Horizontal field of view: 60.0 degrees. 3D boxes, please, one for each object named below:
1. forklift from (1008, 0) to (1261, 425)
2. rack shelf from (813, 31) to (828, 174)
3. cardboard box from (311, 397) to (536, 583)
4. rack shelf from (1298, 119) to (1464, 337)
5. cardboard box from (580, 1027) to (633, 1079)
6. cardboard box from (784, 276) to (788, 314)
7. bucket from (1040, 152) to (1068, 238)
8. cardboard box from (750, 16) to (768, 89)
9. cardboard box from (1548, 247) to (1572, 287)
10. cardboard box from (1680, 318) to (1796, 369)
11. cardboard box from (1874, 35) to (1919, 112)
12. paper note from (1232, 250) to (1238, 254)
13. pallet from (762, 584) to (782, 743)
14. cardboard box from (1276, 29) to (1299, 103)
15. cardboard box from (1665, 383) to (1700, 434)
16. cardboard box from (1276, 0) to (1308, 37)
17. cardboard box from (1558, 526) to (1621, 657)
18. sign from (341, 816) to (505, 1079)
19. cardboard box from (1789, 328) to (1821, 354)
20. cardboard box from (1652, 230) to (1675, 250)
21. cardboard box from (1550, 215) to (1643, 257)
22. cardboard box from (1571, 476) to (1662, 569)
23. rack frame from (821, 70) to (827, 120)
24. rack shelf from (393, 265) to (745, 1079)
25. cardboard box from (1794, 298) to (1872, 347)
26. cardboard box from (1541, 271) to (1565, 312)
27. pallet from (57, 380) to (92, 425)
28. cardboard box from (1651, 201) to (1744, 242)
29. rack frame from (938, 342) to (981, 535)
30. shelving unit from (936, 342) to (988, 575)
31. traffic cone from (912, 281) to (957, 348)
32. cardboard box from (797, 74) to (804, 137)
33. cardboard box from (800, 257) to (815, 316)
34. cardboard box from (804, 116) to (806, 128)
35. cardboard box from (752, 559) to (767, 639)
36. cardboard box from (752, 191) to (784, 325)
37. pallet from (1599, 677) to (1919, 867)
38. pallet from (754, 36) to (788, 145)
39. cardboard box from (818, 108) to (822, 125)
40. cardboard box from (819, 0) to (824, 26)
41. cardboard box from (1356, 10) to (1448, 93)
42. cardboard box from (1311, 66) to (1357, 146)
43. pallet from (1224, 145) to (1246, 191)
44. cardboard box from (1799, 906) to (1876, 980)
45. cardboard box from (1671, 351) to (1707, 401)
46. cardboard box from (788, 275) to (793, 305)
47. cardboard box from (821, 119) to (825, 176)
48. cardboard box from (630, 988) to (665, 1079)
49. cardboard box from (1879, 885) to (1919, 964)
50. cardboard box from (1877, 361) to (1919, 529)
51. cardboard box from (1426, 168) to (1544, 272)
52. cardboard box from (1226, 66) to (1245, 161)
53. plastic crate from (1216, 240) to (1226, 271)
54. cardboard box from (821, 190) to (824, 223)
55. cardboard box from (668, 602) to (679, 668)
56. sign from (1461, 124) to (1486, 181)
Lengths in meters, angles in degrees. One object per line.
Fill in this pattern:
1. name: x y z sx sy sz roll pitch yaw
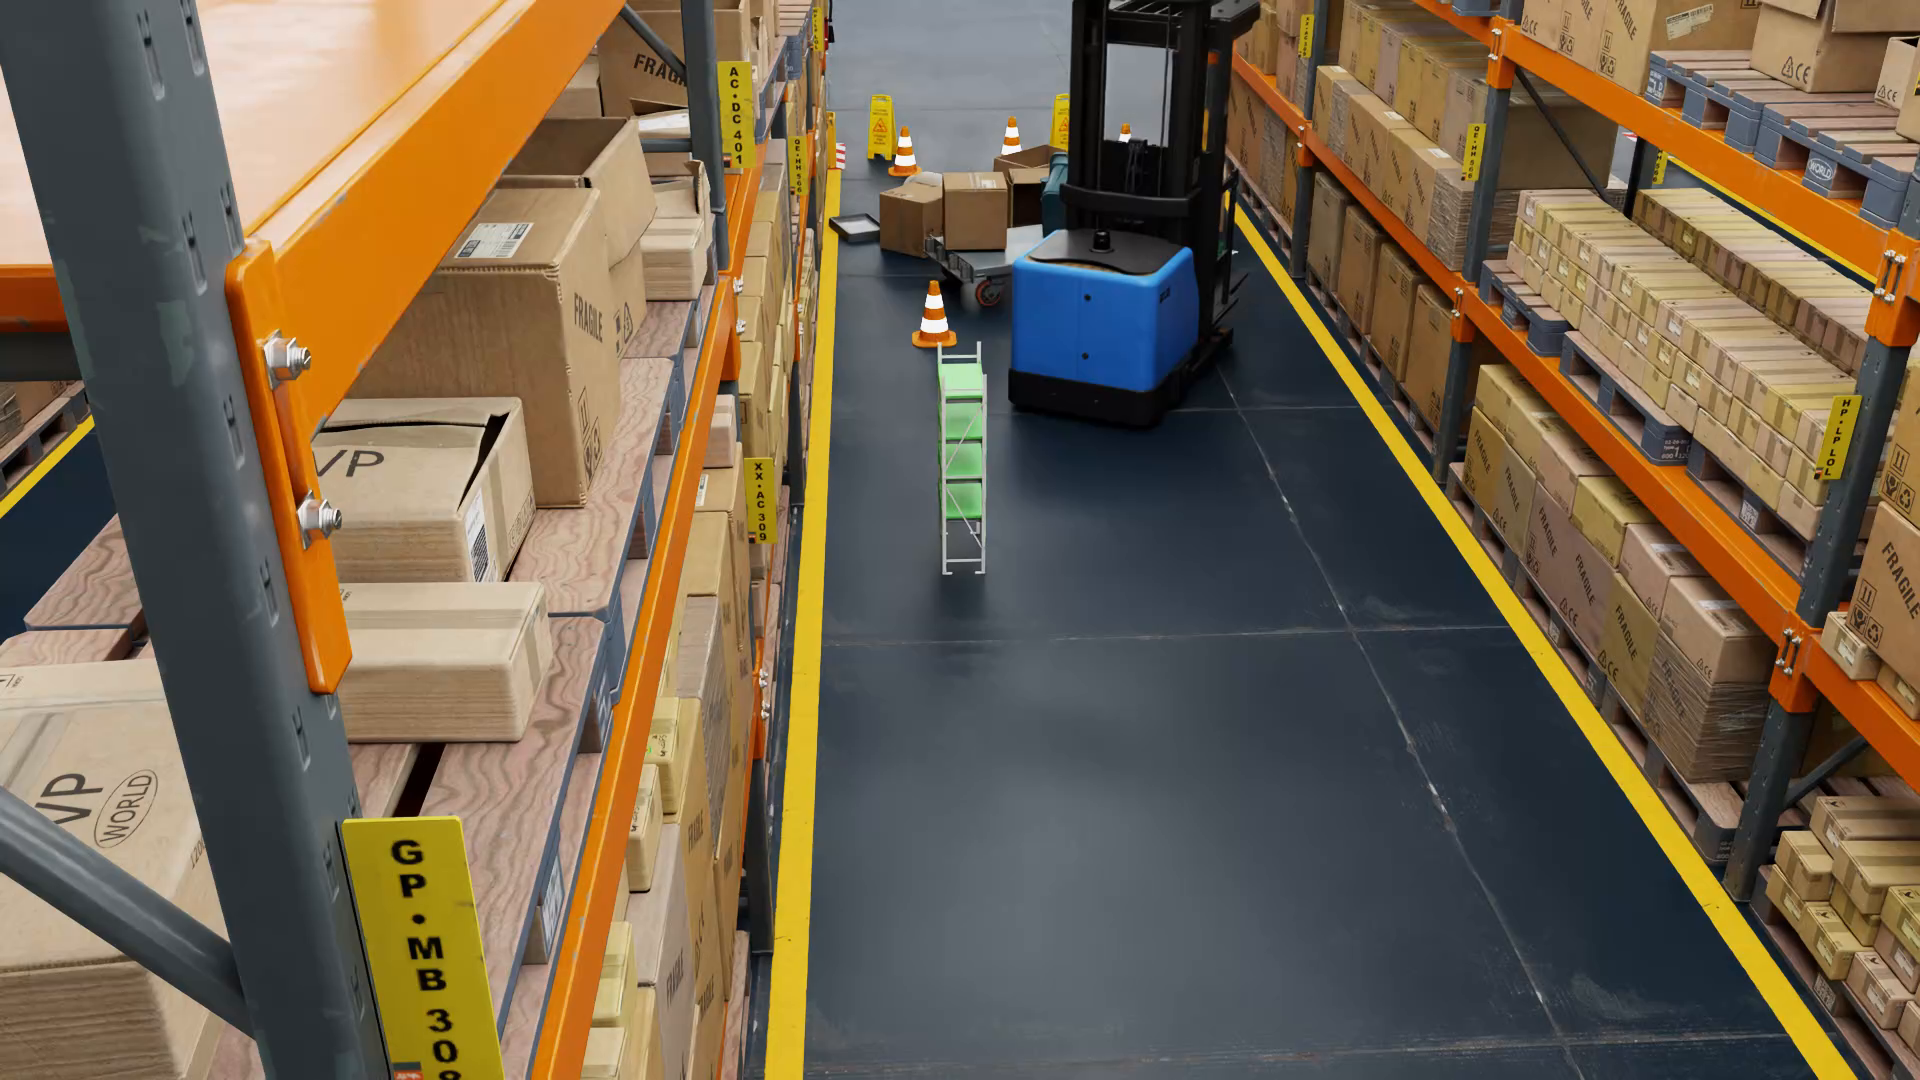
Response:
1. forklift: 1.405 -2.719 11.793 1.130 2.935 3.031 12 30 22
2. rack shelf: -1.764 -4.000 14.954 1.077 0.370 4.000 -1 28 -3
3. cardboard box: -1.061 -0.067 2.926 0.500 0.311 0.500 -1 28 -2
4. rack shelf: 3.383 -2.319 11.731 1.077 0.370 4.000 -1 28 -3
5. cardboard box: -0.759 0.958 2.778 0.380 0.149 0.250 -1 28 -1
6. cardboard box: -1.141 -1.249 8.523 0.500 0.250 0.500 -2 28 -4
7. bucket: 0.969 -2.791 13.754 0.726 0.611 0.620 8 39 15
8. cardboard box: -0.988 -2.010 6.807 0.396 0.266 0.258 1 28 2
9. cardboard box: 3.345 -1.445 8.772 0.380 0.149 0.250 -2 28 -4
10. cardboard box: 3.430 -0.865 7.338 0.380 0.149 0.250 -2 28 -4
11. cardboard box: 3.860 -1.755 6.270 0.500 0.311 0.500 -2 28 -3
12. paper note: 2.339 -2.534 14.575 0.147 0.020 0.142 -23 35 -37
13. pallet: -1.424 0.616 8.340 1.003 0.211 1.213 -1 28 -3
14. cardboard box: 3.196 -4.052 14.113 0.875 0.550 0.550 -1 28 -3
15. cardboard box: 3.419 -0.600 7.474 0.380 0.149 0.250 -3 28 -5
16. cardboard box: 3.148 -4.529 13.861 0.875 0.550 0.550 -1 28 -3
17. cardboard box: 3.357 0.245 8.285 0.500 0.500 0.500 -2 28 -4
18. sign: -0.479 0.383 1.498 0.100 0.325 0.005 -1 28 -3
19. cardboard box: 4.061 -0.873 7.676 0.380 0.149 0.250 -2 28 -4
20. cardboard box: 3.983 -1.581 9.033 0.380 0.149 0.250 0 28 -1
21. cardboard box: 3.343 -1.597 8.743 0.380 0.149 0.250 -2 28 -3
22. cardboard box: 3.349 -0.097 8.130 0.500 0.250 0.500 -3 28 -5
23. rack frame: -1.869 -5.243 16.558 1.000 3.000 0.127 -1 28 -3
24. rack shelf: -1.138 0.212 3.635 1.077 0.370 4.000 -1 28 -3
25. cardboard box: 4.066 -0.996 7.590 0.380 0.149 0.250 0 28 -1
26. cardboard box: 3.337 -1.329 8.872 0.380 0.149 0.250 0 28 0
27. pallet: -6.472 -1.133 11.695 1.003 0.211 1.213 -1 28 -3
28. cardboard box: 3.981 -1.722 8.982 0.380 0.149 0.250 -2 28 -3
29. rack frame: -0.004 -0.568 9.542 0.240 1.200 0.015 -1 28 -3
30. shelving unit: 0.009 -0.456 9.326 0.258 1.200 0.503 -1 28 -3
31. traffic cone: -0.197 -1.732 12.570 0.336 0.463 0.334 -1 28 -3
32. cardboard box: -1.358 -3.083 11.533 0.500 0.500 0.500 0 28 -1
33. cardboard box: -1.589 -1.842 12.426 0.950 0.372 0.625 0 28 1
34. cardboard box: -1.312 -2.999 12.074 0.380 0.149 0.250 -2 28 -3
35. cardboard box: -1.001 0.156 6.370 0.500 0.250 0.500 -2 28 -4
36. cardboard box: -1.108 -1.337 7.881 0.500 0.500 0.500 -1 28 -3
37. pallet: 3.654 1.010 7.586 1.003 0.211 1.213 -1 28 -3
38. pallet: -1.303 -1.982 7.267 1.003 0.211 1.213 0 28 0
39. cardboard box: -1.413 -3.682 14.574 0.380 0.149 0.250 0 28 0
40. cardboard box: -1.471 -4.460 13.546 0.700 0.500 0.500 -1 28 -2
41. cardboard box: 3.339 -3.583 12.186 0.700 0.500 0.500 -2 28 -3
42. cardboard box: 3.037 -3.357 12.834 0.500 0.500 0.500 -1 28 -2
43. pallet: 3.189 -3.805 16.817 1.003 0.211 1.213 -1 28 -3
44. cardboard box: 3.408 1.509 6.241 0.380 0.149 0.250 -1 28 -1
45. cardboard box: 3.422 -0.736 7.412 0.380 0.149 0.250 -3 28 -5
46. cardboard box: -1.165 -1.254 9.074 0.500 0.250 0.500 -2 28 -4
47. cardboard box: -1.486 -3.460 14.849 0.500 0.500 0.500 0 28 0
48. cardboard box: -0.808 1.192 3.032 0.500 0.500 0.500 -2 28 -4
49. cardboard box: 3.525 1.355 5.893 0.380 0.149 0.250 -2 28 -3
50. cardboard box: 3.476 -0.272 5.518 0.500 0.500 0.500 -1 28 -1
51. cardboard box: 3.195 -1.960 10.157 0.500 0.500 0.500 -1 28 -3
52. cardboard box: 3.171 -4.341 16.674 0.875 0.875 0.875 -1 28 -2
53. plastic crate: 1.961 -2.389 14.065 0.450 0.188 0.662 22 34 18
54. cardboard box: -1.460 -2.888 14.562 0.500 0.250 0.500 0 28 0
55. cardboard box: -0.905 0.250 4.136 0.380 0.149 0.250 -2 28 -4
56. sign: 2.933 -2.213 9.497 0.100 0.325 0.005 -1 28 -3
